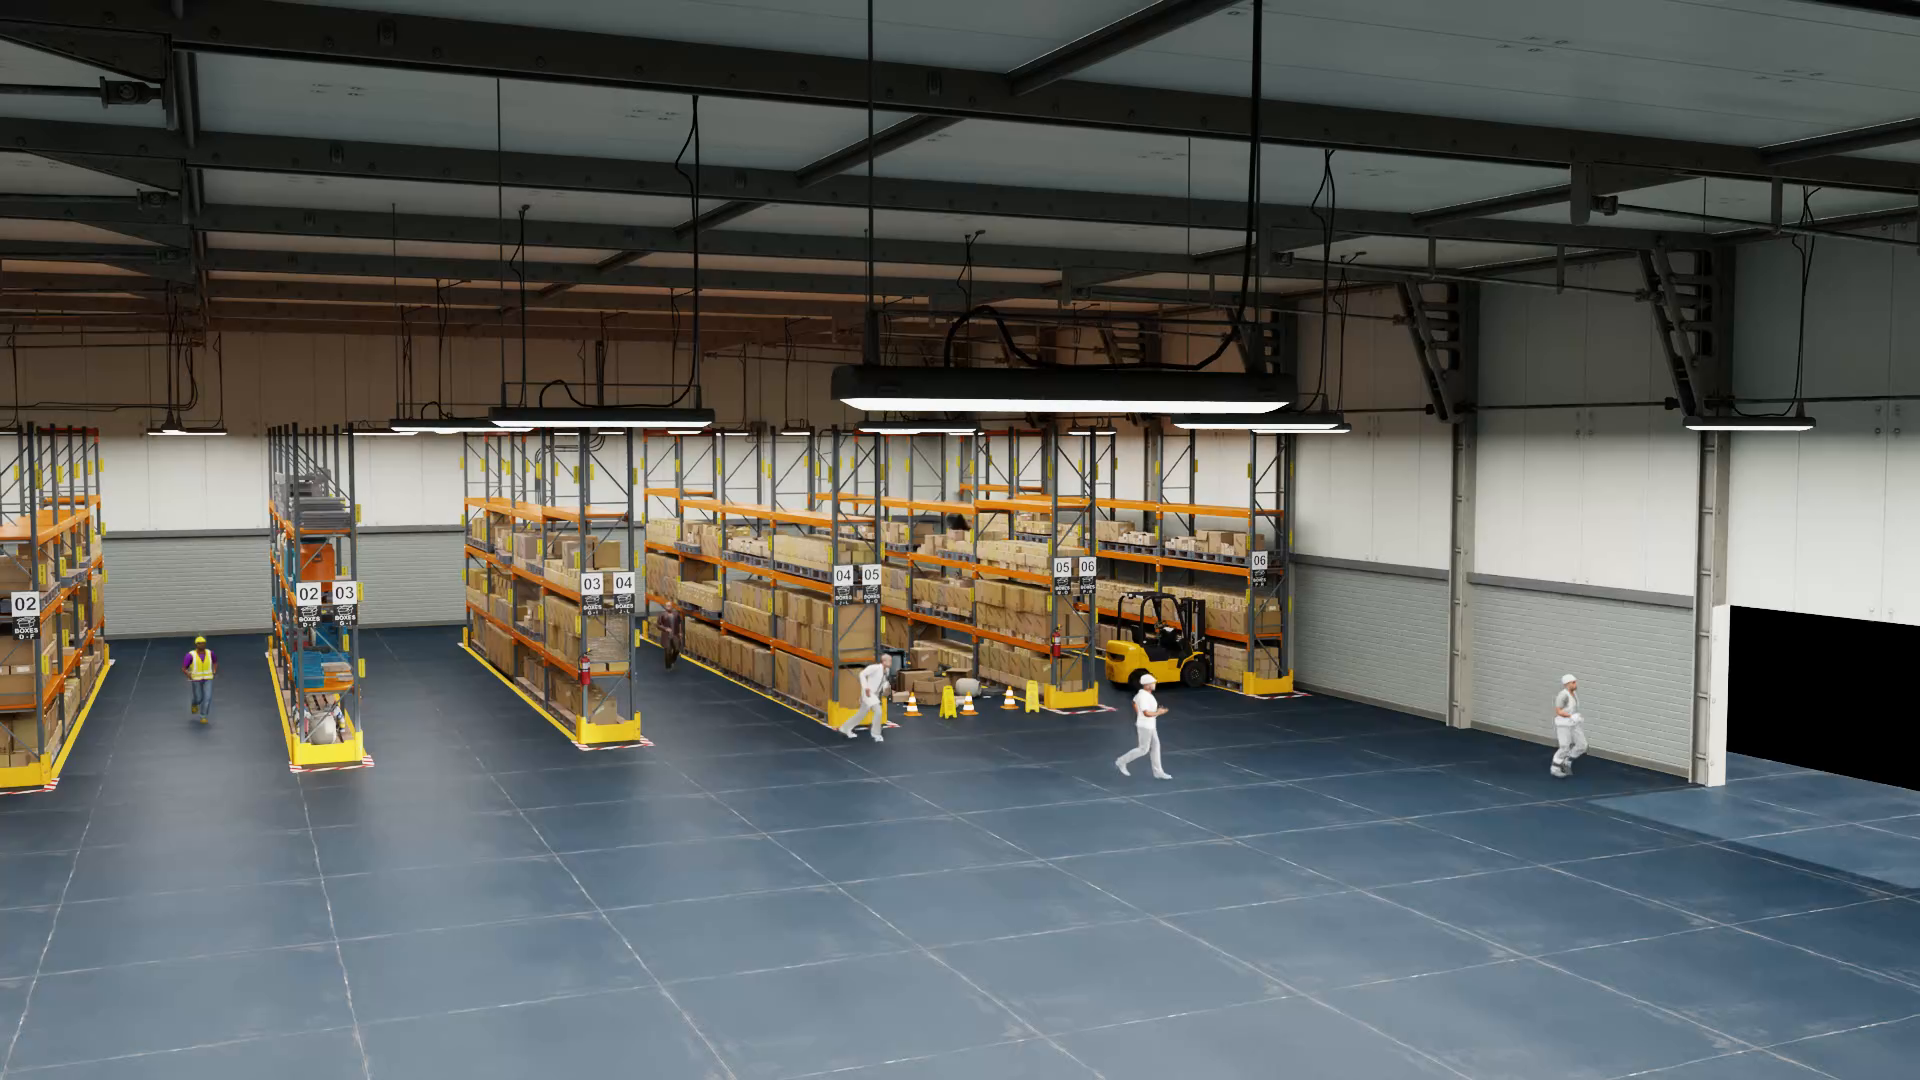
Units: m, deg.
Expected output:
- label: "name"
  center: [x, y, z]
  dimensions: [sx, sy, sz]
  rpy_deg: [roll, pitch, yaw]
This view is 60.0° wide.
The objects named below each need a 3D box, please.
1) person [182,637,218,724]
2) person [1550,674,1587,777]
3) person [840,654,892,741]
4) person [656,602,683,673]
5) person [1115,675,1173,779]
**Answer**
- label: "person"
  center: [-15.274, 2.813, 33.501]
  dimensions: [0.700, 1.739, 0.801]
  rpy_deg: [-3, 4, -37]
- label: "person"
  center: [10.244, 3.128, 27.932]
  dimensions: [0.635, 1.754, 0.652]
  rpy_deg: [-3, 5, -40]
- label: "person"
  center: [-1.762, 3.008, 31.706]
  dimensions: [1.015, 1.709, 0.706]
  rpy_deg: [2, 4, 26]
- label: "person"
  center: [-7.048, 2.417, 40.549]
  dimensions: [0.695, 1.654, 0.631]
  rpy_deg: [-2, 4, -24]
- label: "person"
  center: [3.084, 3.119, 27.807]
  dimensions: [0.953, 1.746, 0.702]
  rpy_deg: [1, 4, 11]
